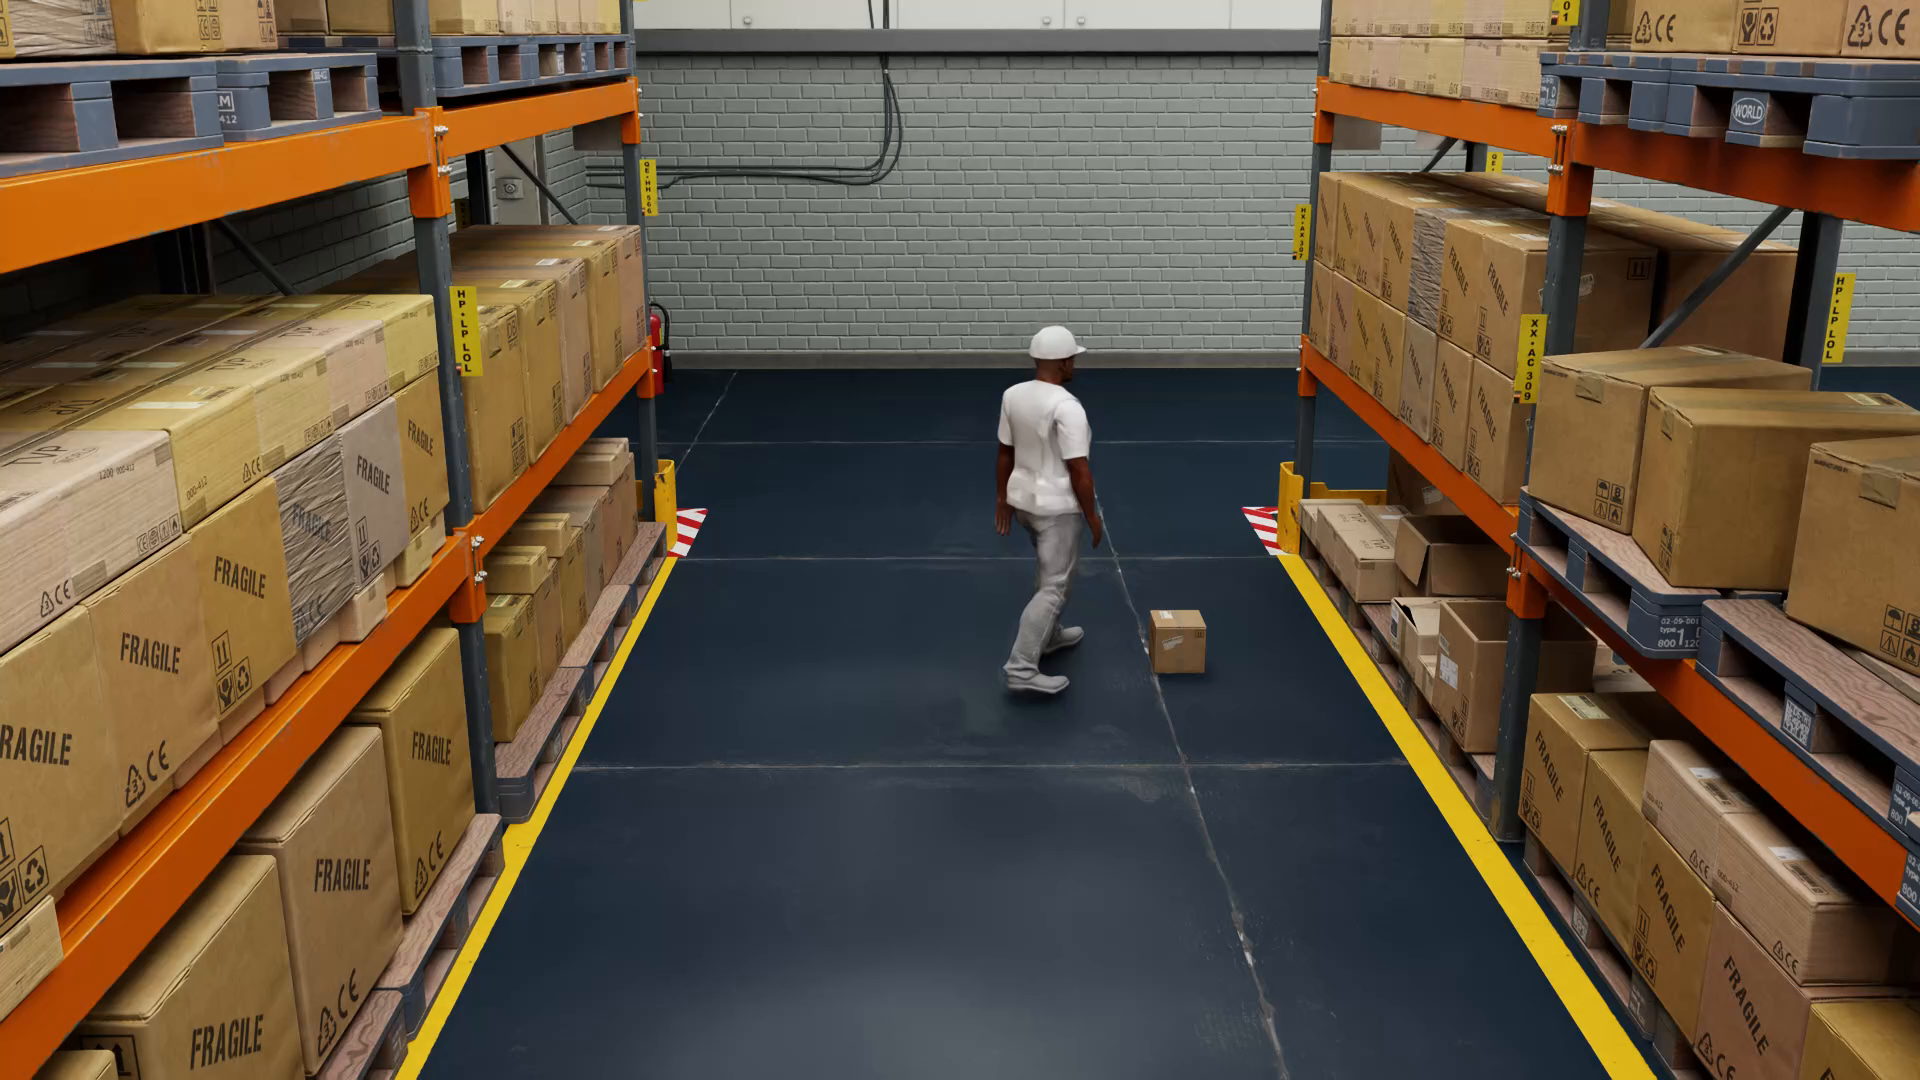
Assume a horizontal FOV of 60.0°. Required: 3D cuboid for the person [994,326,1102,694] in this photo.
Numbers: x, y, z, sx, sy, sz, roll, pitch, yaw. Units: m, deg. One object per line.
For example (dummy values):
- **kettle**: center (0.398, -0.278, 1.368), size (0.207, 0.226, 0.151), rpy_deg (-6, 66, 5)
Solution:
- **person**: center (0.451, -0.171, 8.078), size (0.788, 1.732, 0.668), rpy_deg (-11, 20, -32)
